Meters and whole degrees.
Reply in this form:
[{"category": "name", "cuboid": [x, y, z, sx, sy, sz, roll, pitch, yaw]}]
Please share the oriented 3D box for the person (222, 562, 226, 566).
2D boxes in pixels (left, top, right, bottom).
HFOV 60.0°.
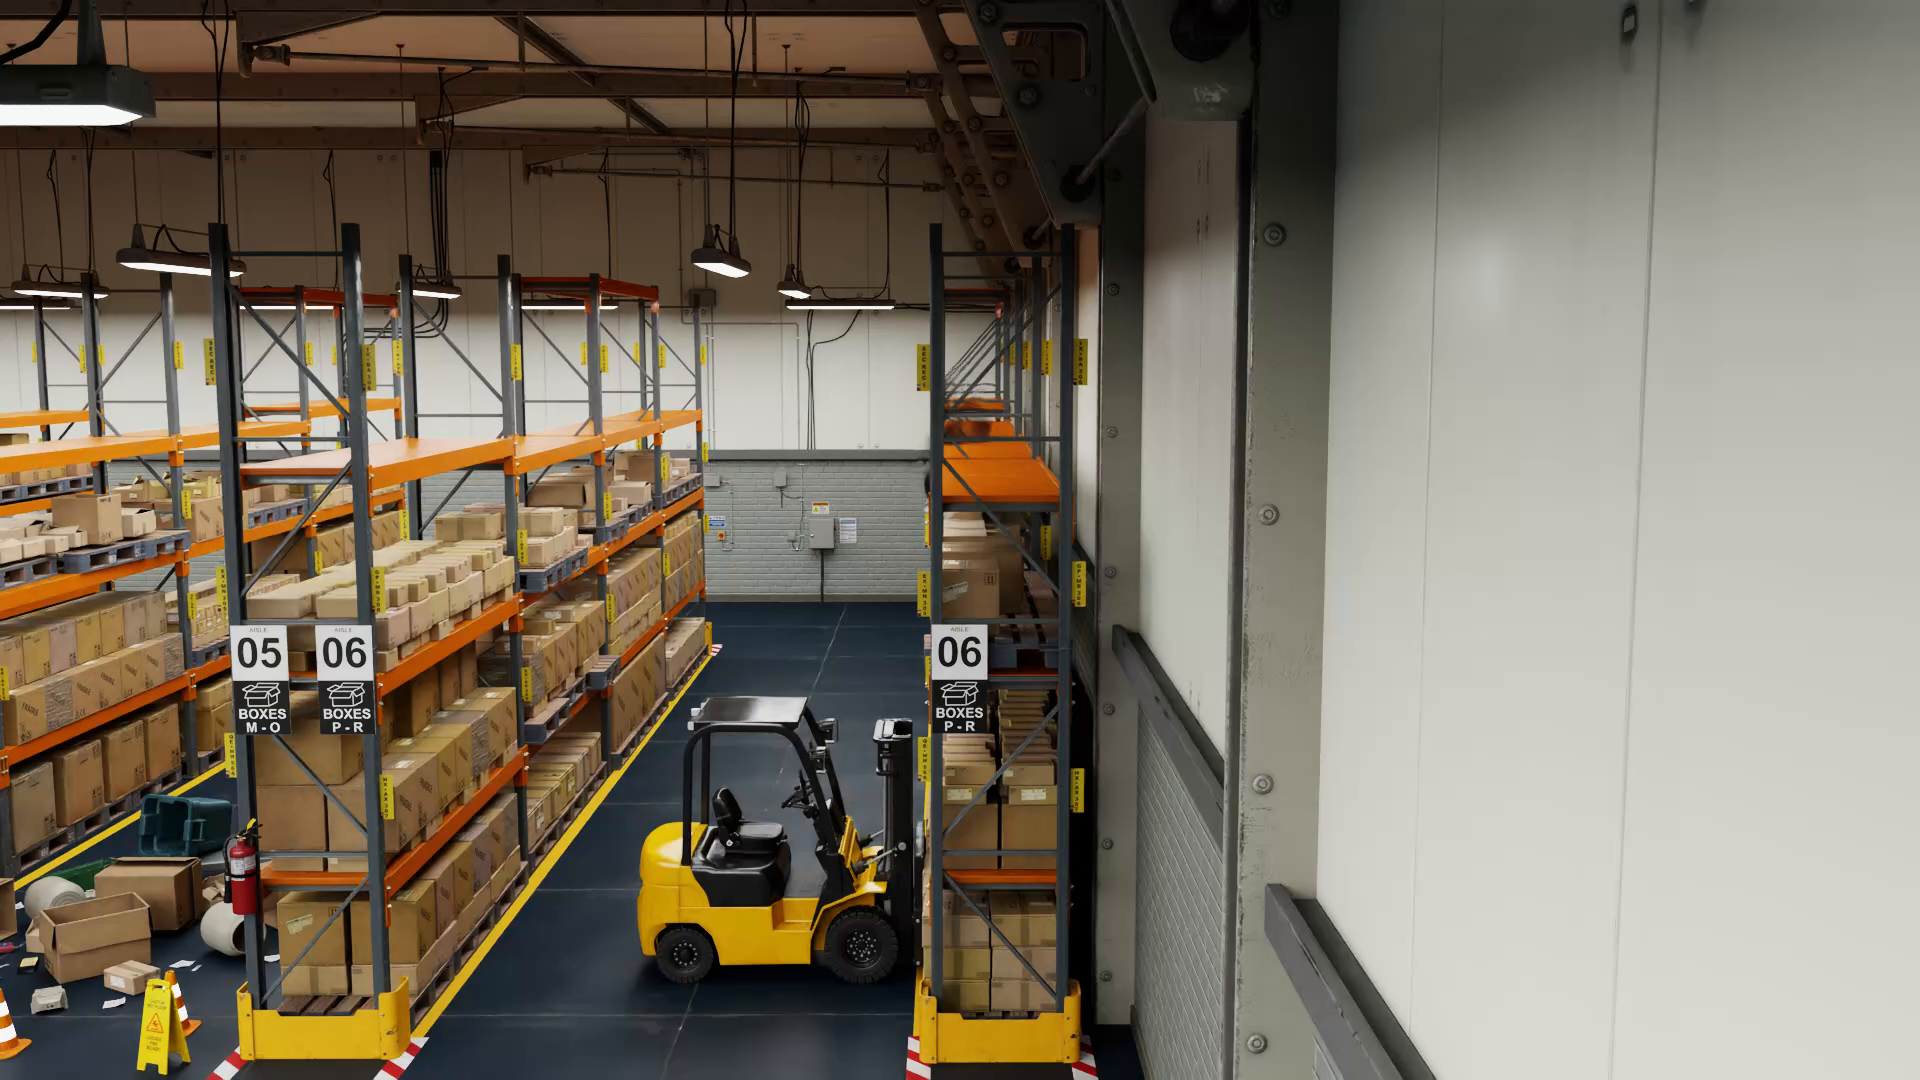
[{"category": "person", "cuboid": [-11.525, 1.209, 26.325, 0.677, 1.809, 0.737, 0, 7, 2]}]
